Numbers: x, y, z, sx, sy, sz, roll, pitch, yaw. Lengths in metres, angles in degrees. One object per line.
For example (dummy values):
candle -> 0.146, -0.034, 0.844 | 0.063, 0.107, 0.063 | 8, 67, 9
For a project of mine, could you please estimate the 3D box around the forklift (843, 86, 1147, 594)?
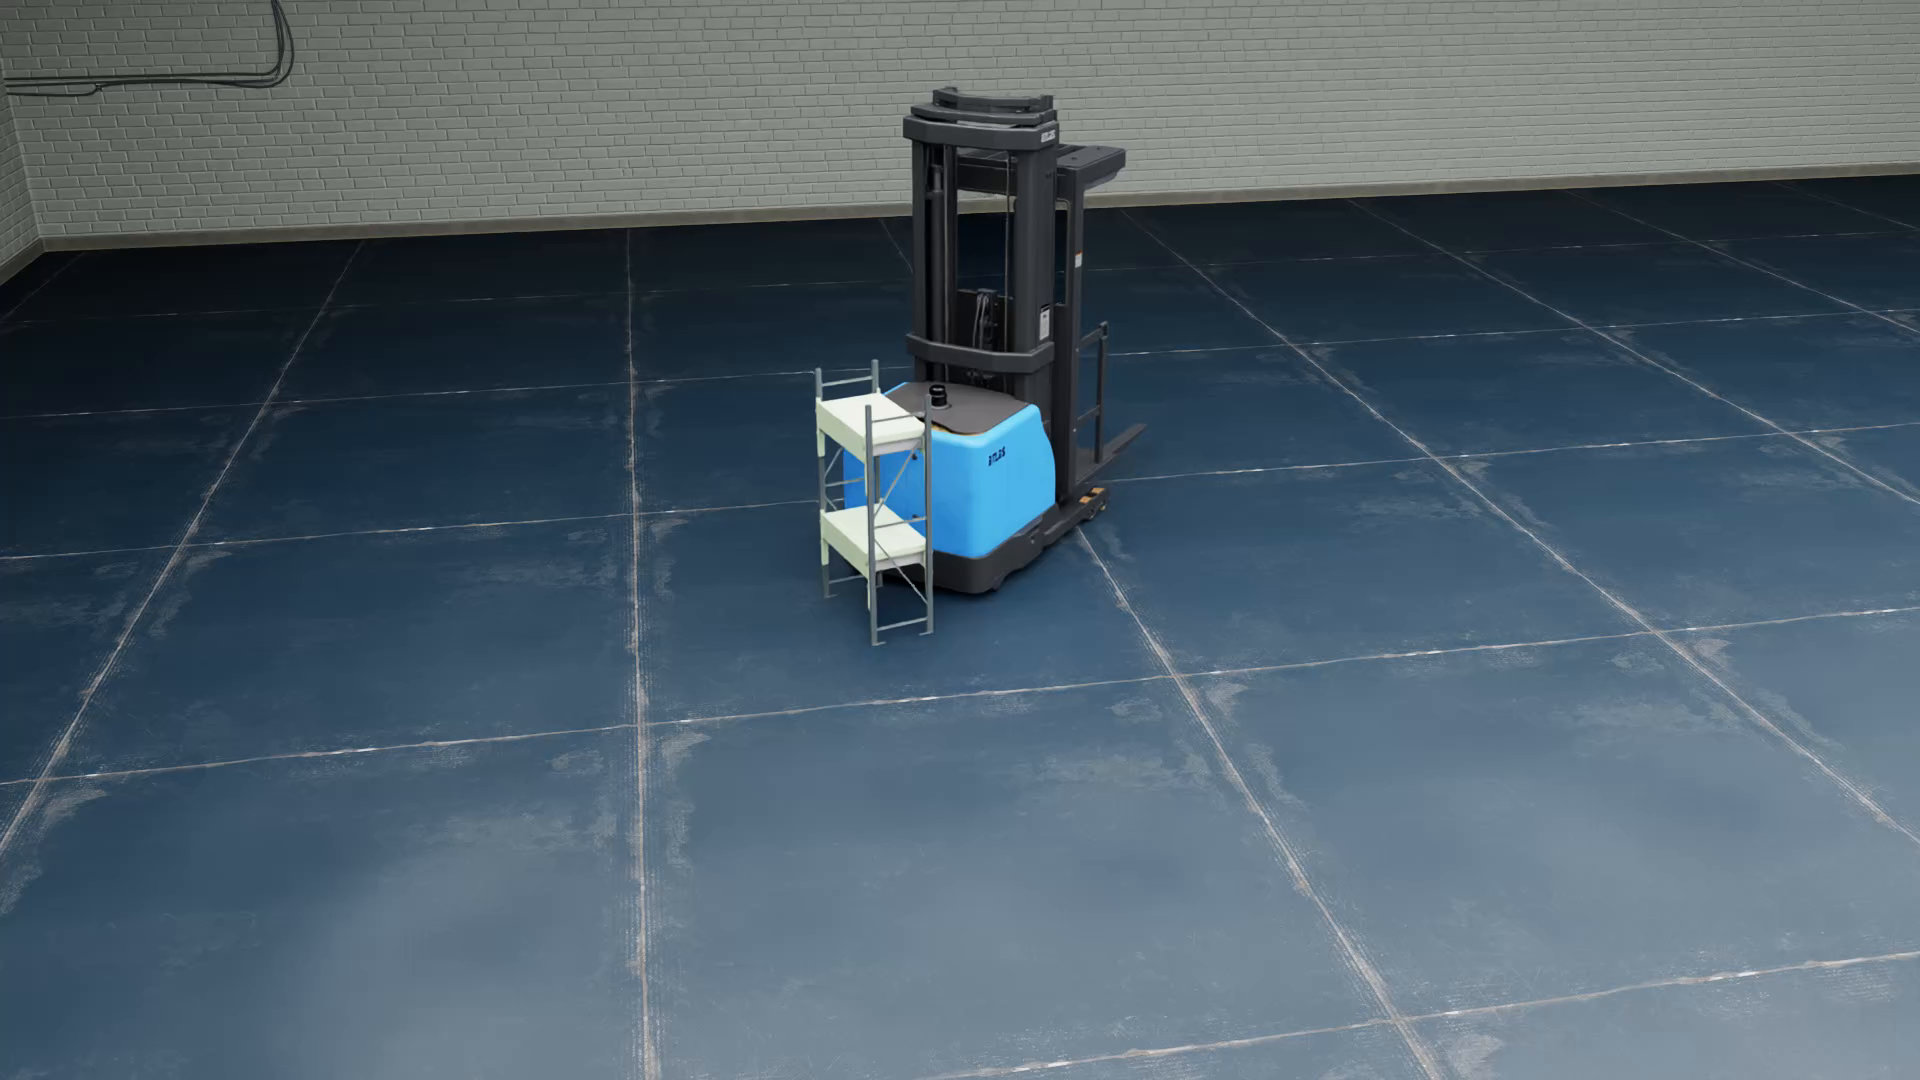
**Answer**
forklift -> 0.404, -1.560, 11.161 | 1.130, 2.935, 3.031 | 13, 27, 26

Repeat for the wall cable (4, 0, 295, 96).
wall cable -> -8.846, -6.032, 17.697 | 3.097, 2.526, 0.112 | -4, 24, -10

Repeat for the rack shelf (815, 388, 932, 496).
rack shelf -> -0.510, -0.583, 9.736 | 0.431, 0.370, 0.720 | -11, 26, -24

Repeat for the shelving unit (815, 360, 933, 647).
shelving unit -> -0.510, -0.225, 9.892 | 0.431, 1.500, 0.755 | -11, 26, -24

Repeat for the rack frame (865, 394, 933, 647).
rack frame -> -0.346, -0.094, 9.592 | 0.400, 1.500, 0.023 | -11, 26, -24

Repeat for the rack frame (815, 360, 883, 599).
rack frame -> -0.675, -0.356, 10.192 | 0.400, 1.500, 0.023 | -11, 26, -24

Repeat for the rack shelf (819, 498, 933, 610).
rack shelf -> -0.510, 0.073, 10.023 | 0.431, 0.370, 0.720 | -11, 26, -24
